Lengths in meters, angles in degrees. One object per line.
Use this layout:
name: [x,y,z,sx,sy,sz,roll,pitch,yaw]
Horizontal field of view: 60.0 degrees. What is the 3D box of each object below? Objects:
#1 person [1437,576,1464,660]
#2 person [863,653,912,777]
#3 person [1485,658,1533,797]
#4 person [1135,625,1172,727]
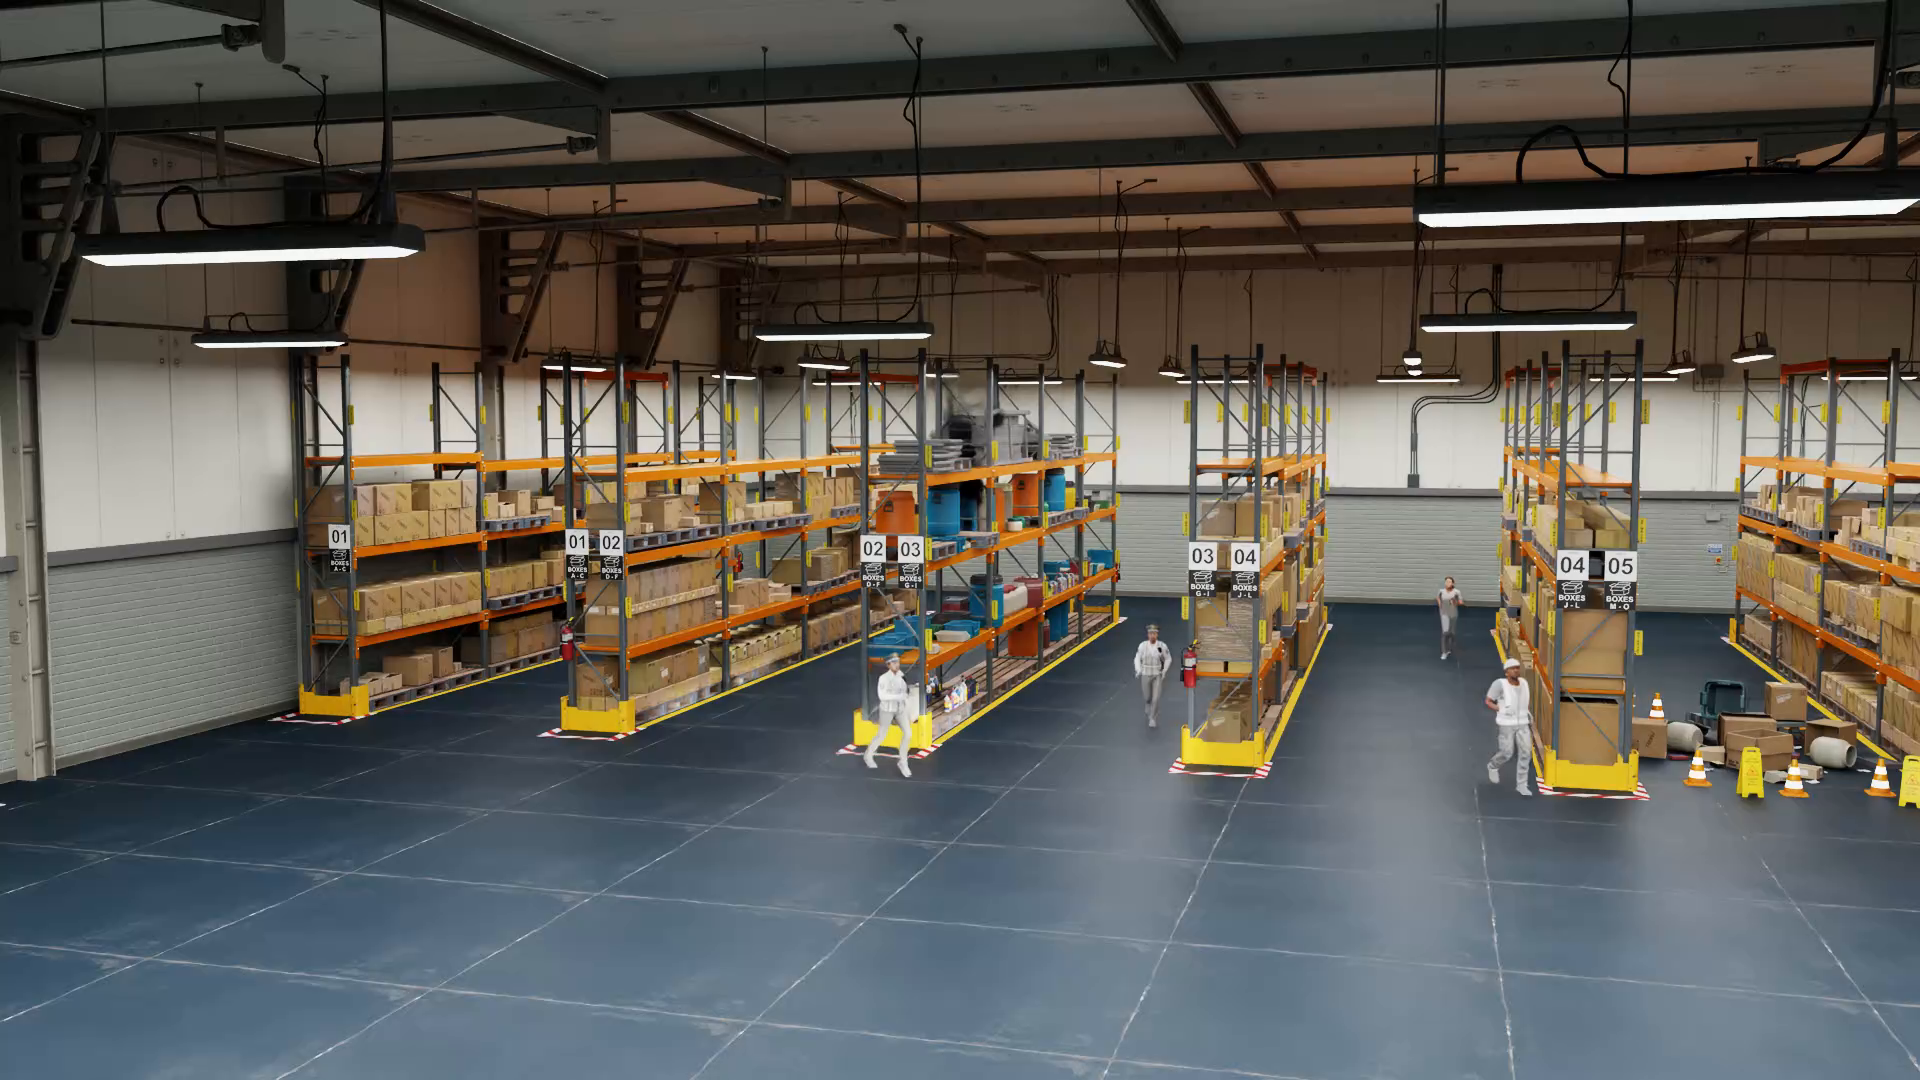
person: [10.114,1.609,34.324,0.537,1.730,0.755,1,4,17]
person: [-0.962,2.419,23.263,0.623,1.742,0.877,-4,6,-41]
person: [7.316,2.464,22.112,0.680,1.787,0.808,-1,4,-12]
person: [3.131,2.170,26.940,0.603,1.648,0.593,1,4,9]
